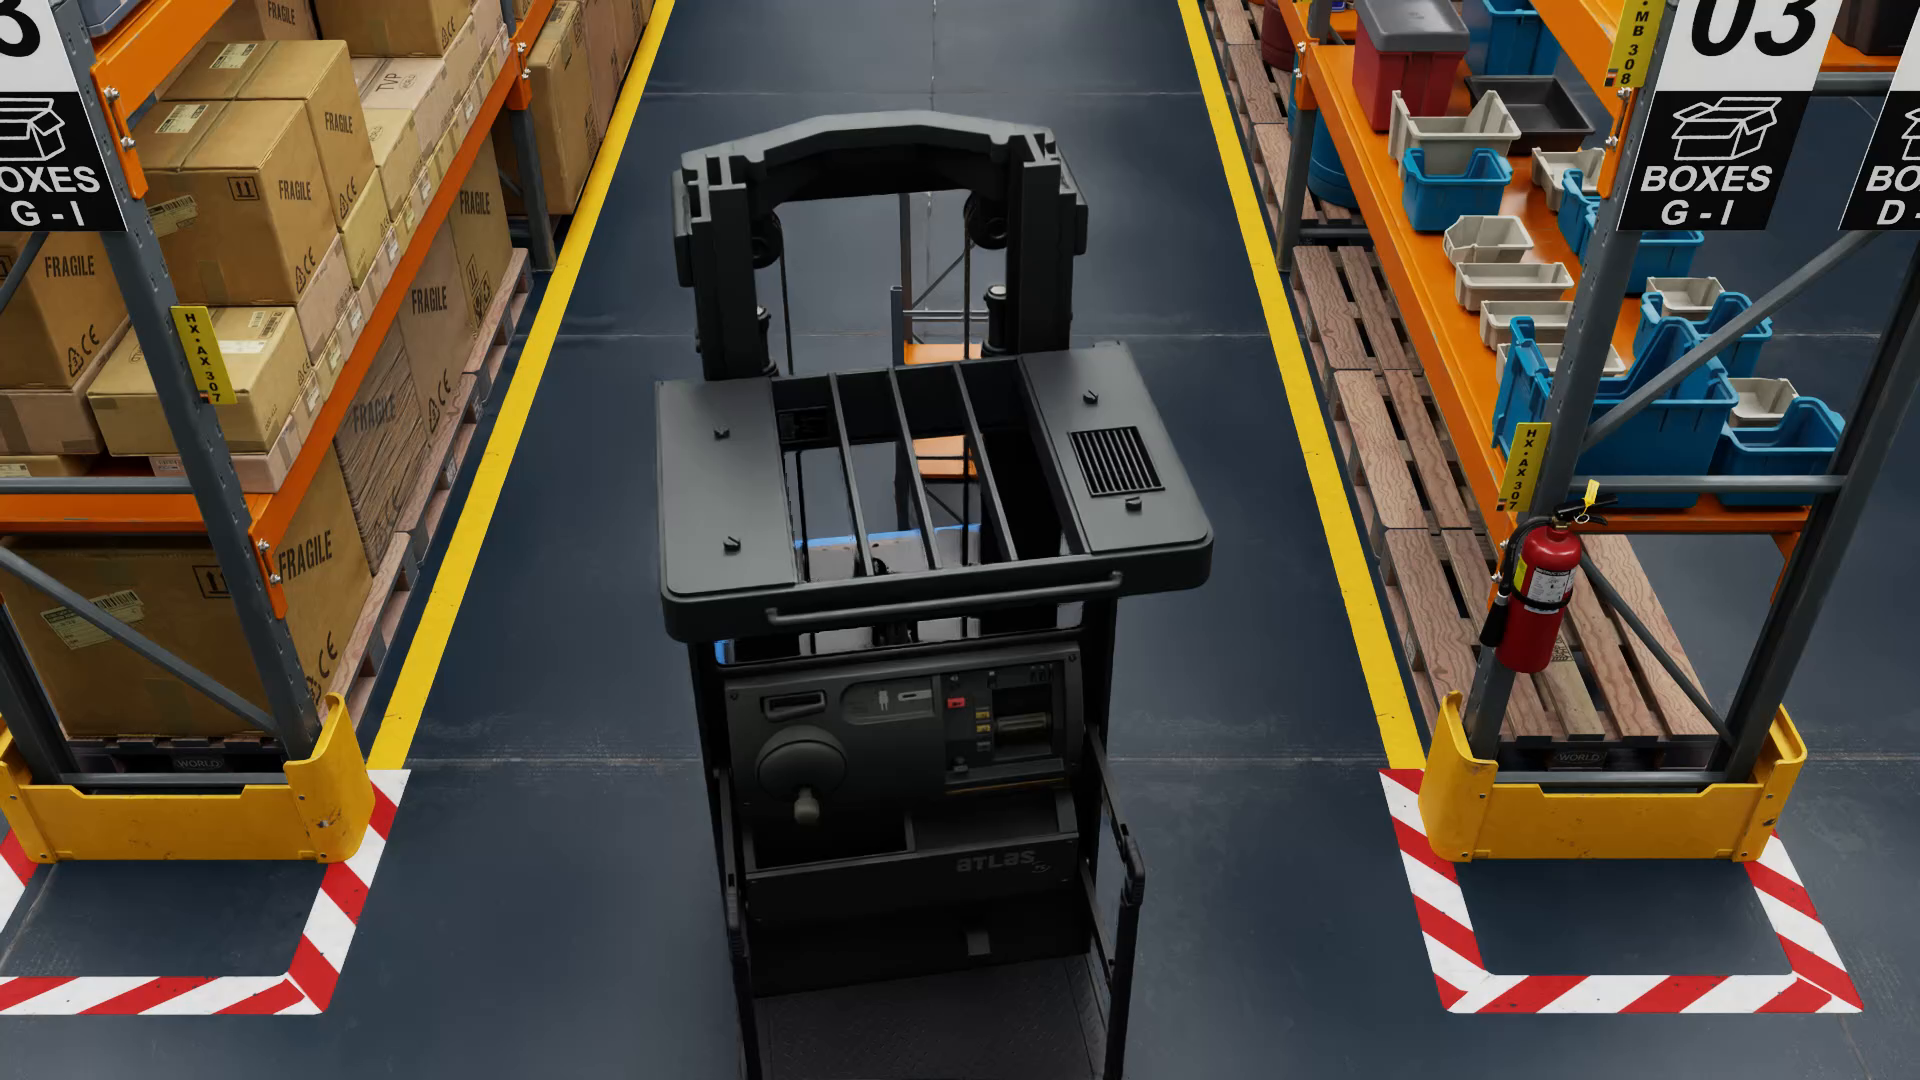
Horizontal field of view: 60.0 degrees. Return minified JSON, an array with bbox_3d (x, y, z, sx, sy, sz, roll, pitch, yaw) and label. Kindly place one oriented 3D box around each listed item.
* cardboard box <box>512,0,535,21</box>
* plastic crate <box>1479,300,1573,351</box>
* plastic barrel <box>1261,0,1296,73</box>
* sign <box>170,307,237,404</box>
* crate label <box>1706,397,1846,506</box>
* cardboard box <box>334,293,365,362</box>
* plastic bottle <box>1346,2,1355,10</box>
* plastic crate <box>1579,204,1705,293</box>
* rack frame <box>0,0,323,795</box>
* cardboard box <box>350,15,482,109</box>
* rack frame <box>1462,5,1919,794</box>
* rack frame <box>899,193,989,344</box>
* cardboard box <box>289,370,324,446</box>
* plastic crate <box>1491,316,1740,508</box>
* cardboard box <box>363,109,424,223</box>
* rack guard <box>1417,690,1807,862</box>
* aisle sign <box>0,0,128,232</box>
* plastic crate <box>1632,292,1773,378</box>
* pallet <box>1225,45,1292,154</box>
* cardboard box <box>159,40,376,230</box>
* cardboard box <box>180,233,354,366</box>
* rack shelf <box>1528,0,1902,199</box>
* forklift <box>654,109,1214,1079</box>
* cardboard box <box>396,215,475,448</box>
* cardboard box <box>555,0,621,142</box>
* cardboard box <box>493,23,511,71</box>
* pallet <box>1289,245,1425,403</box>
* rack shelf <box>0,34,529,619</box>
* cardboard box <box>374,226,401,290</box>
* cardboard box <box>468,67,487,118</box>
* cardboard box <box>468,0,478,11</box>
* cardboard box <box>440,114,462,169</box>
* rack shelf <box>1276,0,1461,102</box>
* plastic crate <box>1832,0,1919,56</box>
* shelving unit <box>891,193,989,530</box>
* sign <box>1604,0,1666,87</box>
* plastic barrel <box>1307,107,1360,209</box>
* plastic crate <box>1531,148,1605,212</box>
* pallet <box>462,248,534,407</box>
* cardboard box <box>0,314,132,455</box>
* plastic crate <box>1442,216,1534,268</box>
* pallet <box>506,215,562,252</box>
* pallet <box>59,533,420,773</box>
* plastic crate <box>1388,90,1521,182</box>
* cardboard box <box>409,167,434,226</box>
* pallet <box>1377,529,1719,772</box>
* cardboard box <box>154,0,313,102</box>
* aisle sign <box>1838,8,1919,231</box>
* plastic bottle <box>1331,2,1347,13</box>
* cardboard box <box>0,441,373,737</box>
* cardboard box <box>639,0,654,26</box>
[{"bbox_3d":[-2.468,-2.987,8.499,0.500,0.500,0.500,0,39,0],"label":"cardboard box"},{"bbox_3d":[2.072,-0.774,5.980,0.396,0.136,0.243,0,39,0],"label":"plastic crate"},{"bbox_3d":[2.249,-3.376,10.657,0.600,0.588,0.708,0,39,0],"label":"plastic barrel"},{"bbox_3d":[-2.158,-0.525,4.750,0.100,0.325,0.005,0,39,0],"label":"sign"},{"bbox_3d":[2.569,-0.275,5.281,0.416,0.233,0.303,0,39,0],"label":"crate label"},{"bbox_3d":[-2.387,-0.767,6.009,0.380,0.149,0.250,-1,39,-1],"label":"cardboard box"},{"bbox_3d":[2.036,-2.845,8.560,0.097,0.201,0.097,0,39,0],"label":"plastic bottle"},{"bbox_3d":[2.567,-1.099,6.308,0.416,0.233,0.300,0,39,0],"label":"plastic crate"},{"bbox_3d":[-2.713,-0.159,5.050,1.000,3.000,0.127,0,39,0],"label":"rack frame"},{"bbox_3d":[-2.452,-2.119,7.377,0.500,0.250,0.500,1,39,1],"label":"cardboard box"},{"bbox_3d":[2.240,-0.163,5.054,1.000,3.000,0.127,0,39,0],"label":"rack frame"},{"bbox_3d":[-0.001,-0.957,7.244,0.500,1.500,0.032,0,39,0],"label":"rack frame"},{"bbox_3d":[-2.385,-0.444,5.606,0.380,0.149,0.250,-1,39,-1],"label":"cardboard box"},{"bbox_3d":[2.053,-0.409,5.286,0.616,0.435,0.499,0,39,0],"label":"plastic crate"},{"bbox_3d":[-2.454,-1.483,6.584,0.500,0.250,0.500,-1,39,-1],"label":"cardboard box"},{"bbox_3d":[2.253,0.828,5.817,1.175,0.500,0.348,0,39,0],"label":"rack guard"},{"bbox_3d":[-2.413,-1.129,4.181,0.394,0.787,0.004,0,39,0],"label":"aisle sign"},{"bbox_3d":[2.568,-0.687,5.795,0.416,0.233,0.300,0,39,0],"label":"plastic crate"},{"bbox_3d":[2.272,-2.823,10.604,1.003,0.211,1.213,0,39,0],"label":"pallet"},{"bbox_3d":[-2.451,-1.446,5.939,0.500,0.500,0.500,-1,39,-1],"label":"cardboard box"},{"bbox_3d":[-2.451,-0.842,5.784,0.500,0.250,0.500,0,39,-1],"label":"cardboard box"},{"bbox_3d":[2.237,-2.303,5.902,1.077,0.370,4.000,0,39,0],"label":"rack shelf"},{"bbox_3d":[-0.100,0.581,4.181,1.130,2.935,3.031,-6,39,-7],"label":"forklift"},{"bbox_3d":[-2.796,-1.020,7.487,0.875,0.875,0.875,0,39,0],"label":"cardboard box"},{"bbox_3d":[-2.740,-2.954,9.901,1.225,0.875,0.875,-1,39,-2],"label":"cardboard box"},{"bbox_3d":[-2.390,-2.372,8.012,0.380,0.149,0.250,0,39,0],"label":"cardboard box"},{"bbox_3d":[2.275,-1.116,8.474,1.003,0.211,1.213,0,39,0],"label":"pallet"},{"bbox_3d":[-2.716,-1.129,6.836,1.077,0.370,4.000,0,39,0],"label":"rack shelf"},{"bbox_3d":[-2.388,-1.087,6.409,0.380,0.149,0.250,0,39,-1],"label":"cardboard box"},{"bbox_3d":[-2.389,-2.051,7.611,0.380,0.149,0.250,-1,39,-1],"label":"cardboard box"},{"bbox_3d":[-2.450,-2.723,7.532,0.500,0.500,0.500,1,39,1],"label":"cardboard box"},{"bbox_3d":[-2.388,-1.729,7.209,0.380,0.149,0.250,1,39,1],"label":"cardboard box"},{"bbox_3d":[2.233,-3.634,9.961,1.077,0.370,4.000,0,39,0],"label":"rack shelf"},{"bbox_3d":[2.518,-1.523,4.458,0.497,0.269,0.590,0,39,0],"label":"plastic crate"},{"bbox_3d":[0.000,-0.633,6.840,0.587,1.500,1.083,0,39,0],"label":"shelving unit"},{"bbox_3d":[1.690,-1.282,4.136,0.100,0.325,0.005,0,39,0],"label":"sign"},{"bbox_3d":[2.252,-2.349,9.125,0.600,0.901,0.708,0,39,0],"label":"plastic barrel"},{"bbox_3d":[2.538,-1.496,6.881,0.293,0.136,0.466,0,39,0],"label":"plastic crate"},{"bbox_3d":[-2.795,-1.097,8.450,1.003,0.211,1.213,0,39,0],"label":"pallet"},{"bbox_3d":[-2.979,-0.520,5.382,0.500,0.250,0.500,-1,39,-1],"label":"cardboard box"},{"bbox_3d":[2.028,-1.134,6.429,0.298,0.136,0.250,0,39,0],"label":"plastic crate"},{"bbox_3d":[-2.794,-2.055,9.645,1.003,0.211,1.213,0,39,0],"label":"pallet"},{"bbox_3d":[-2.792,0.429,6.546,1.003,0.211,1.213,0,39,0],"label":"pallet"},{"bbox_3d":[2.053,-1.686,7.002,0.437,0.282,0.530,0,39,0],"label":"plastic crate"},{"bbox_3d":[-2.389,-1.409,6.811,0.380,0.149,0.250,1,39,1],"label":"cardboard box"},{"bbox_3d":[2.278,0.410,6.570,1.003,0.211,1.213,0,39,0],"label":"pallet"},{"bbox_3d":[-2.975,-2.078,6.726,0.500,0.500,0.500,-1,39,-1],"label":"cardboard box"},{"bbox_3d":[2.537,-1.132,4.186,0.394,0.787,0.004,0,39,0],"label":"aisle sign"},{"bbox_3d":[1.911,-2.862,8.522,0.152,0.276,0.135,0,39,0],"label":"plastic bottle"},{"bbox_3d":[-2.794,0.106,6.082,0.875,0.875,0.875,0,39,0],"label":"cardboard box"},{"bbox_3d":[-2.742,-4.065,11.287,1.225,0.875,0.875,-2,39,-2],"label":"cardboard box"}]
